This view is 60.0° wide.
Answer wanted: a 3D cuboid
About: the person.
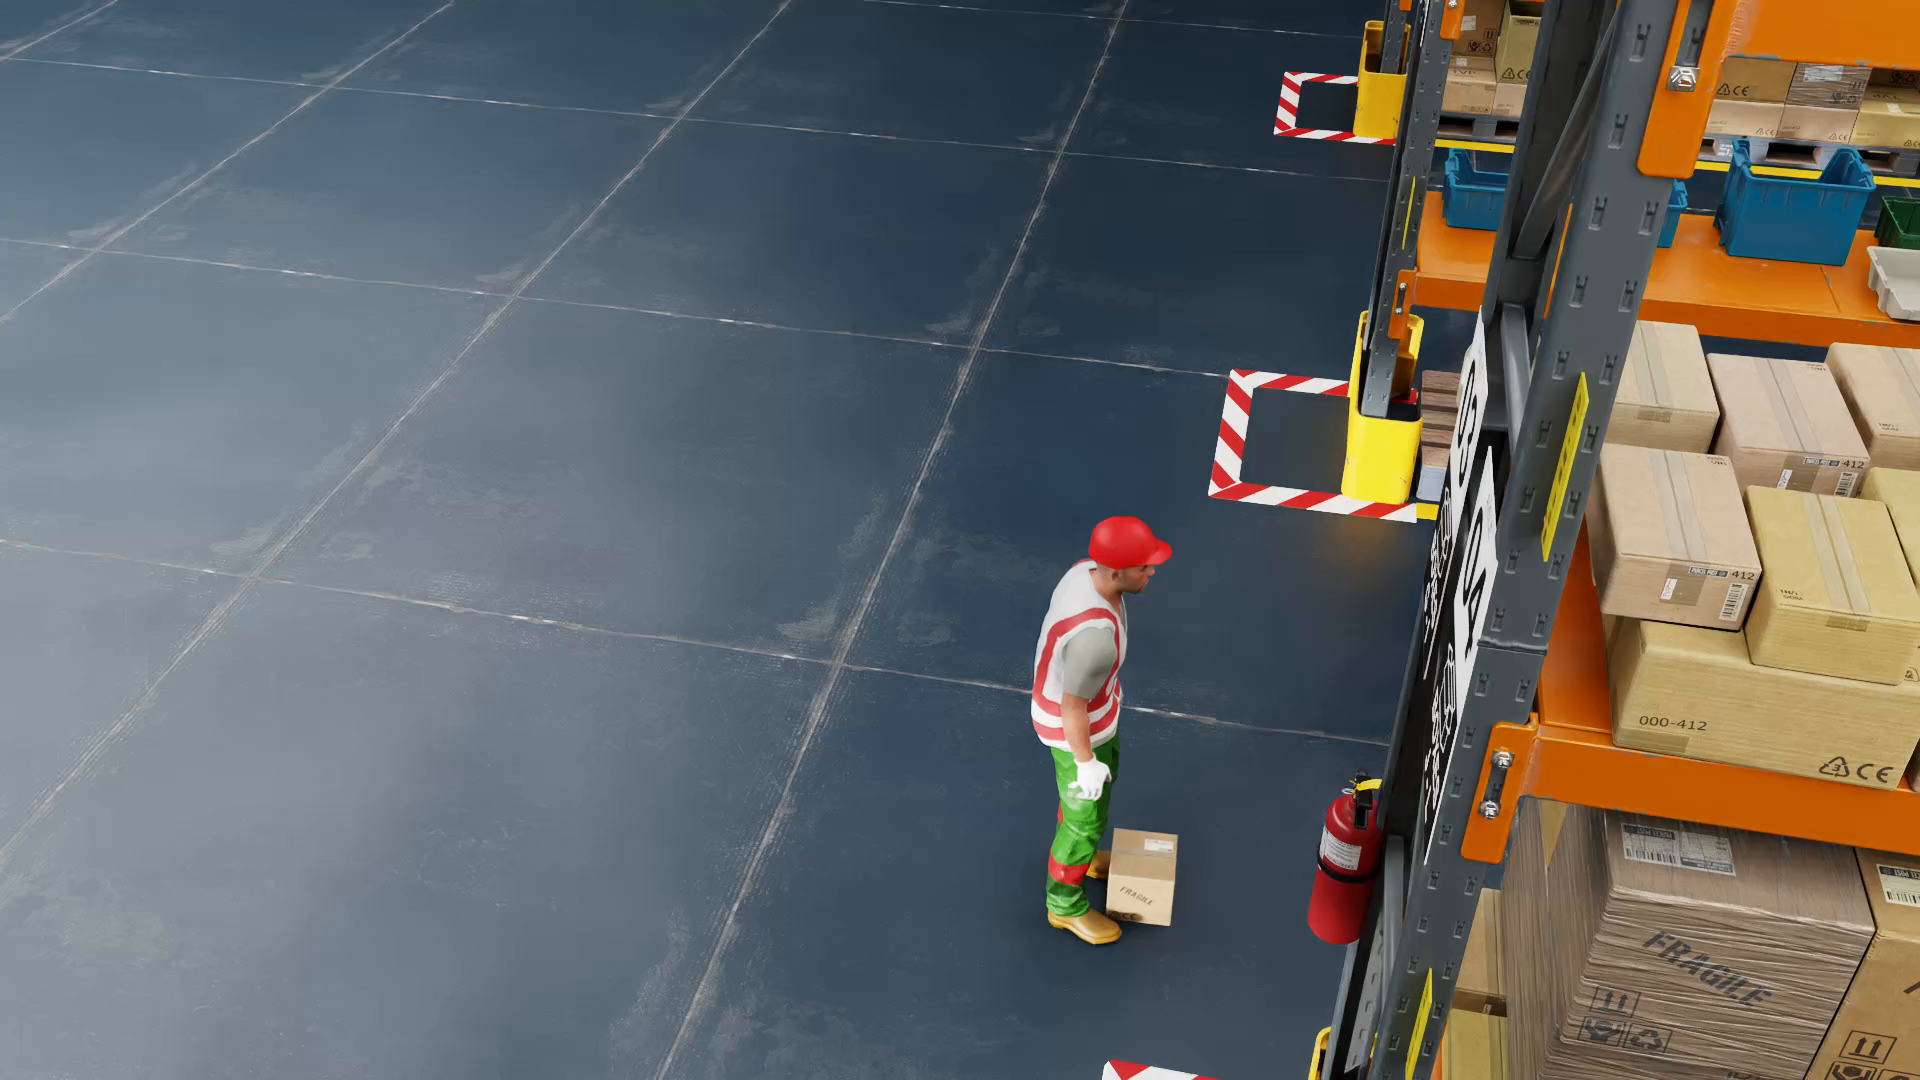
[{"bbox_3d":[0.487,0.661,6.054,0.451,1.777,0.610,6,37,7],"label":"person"}]
